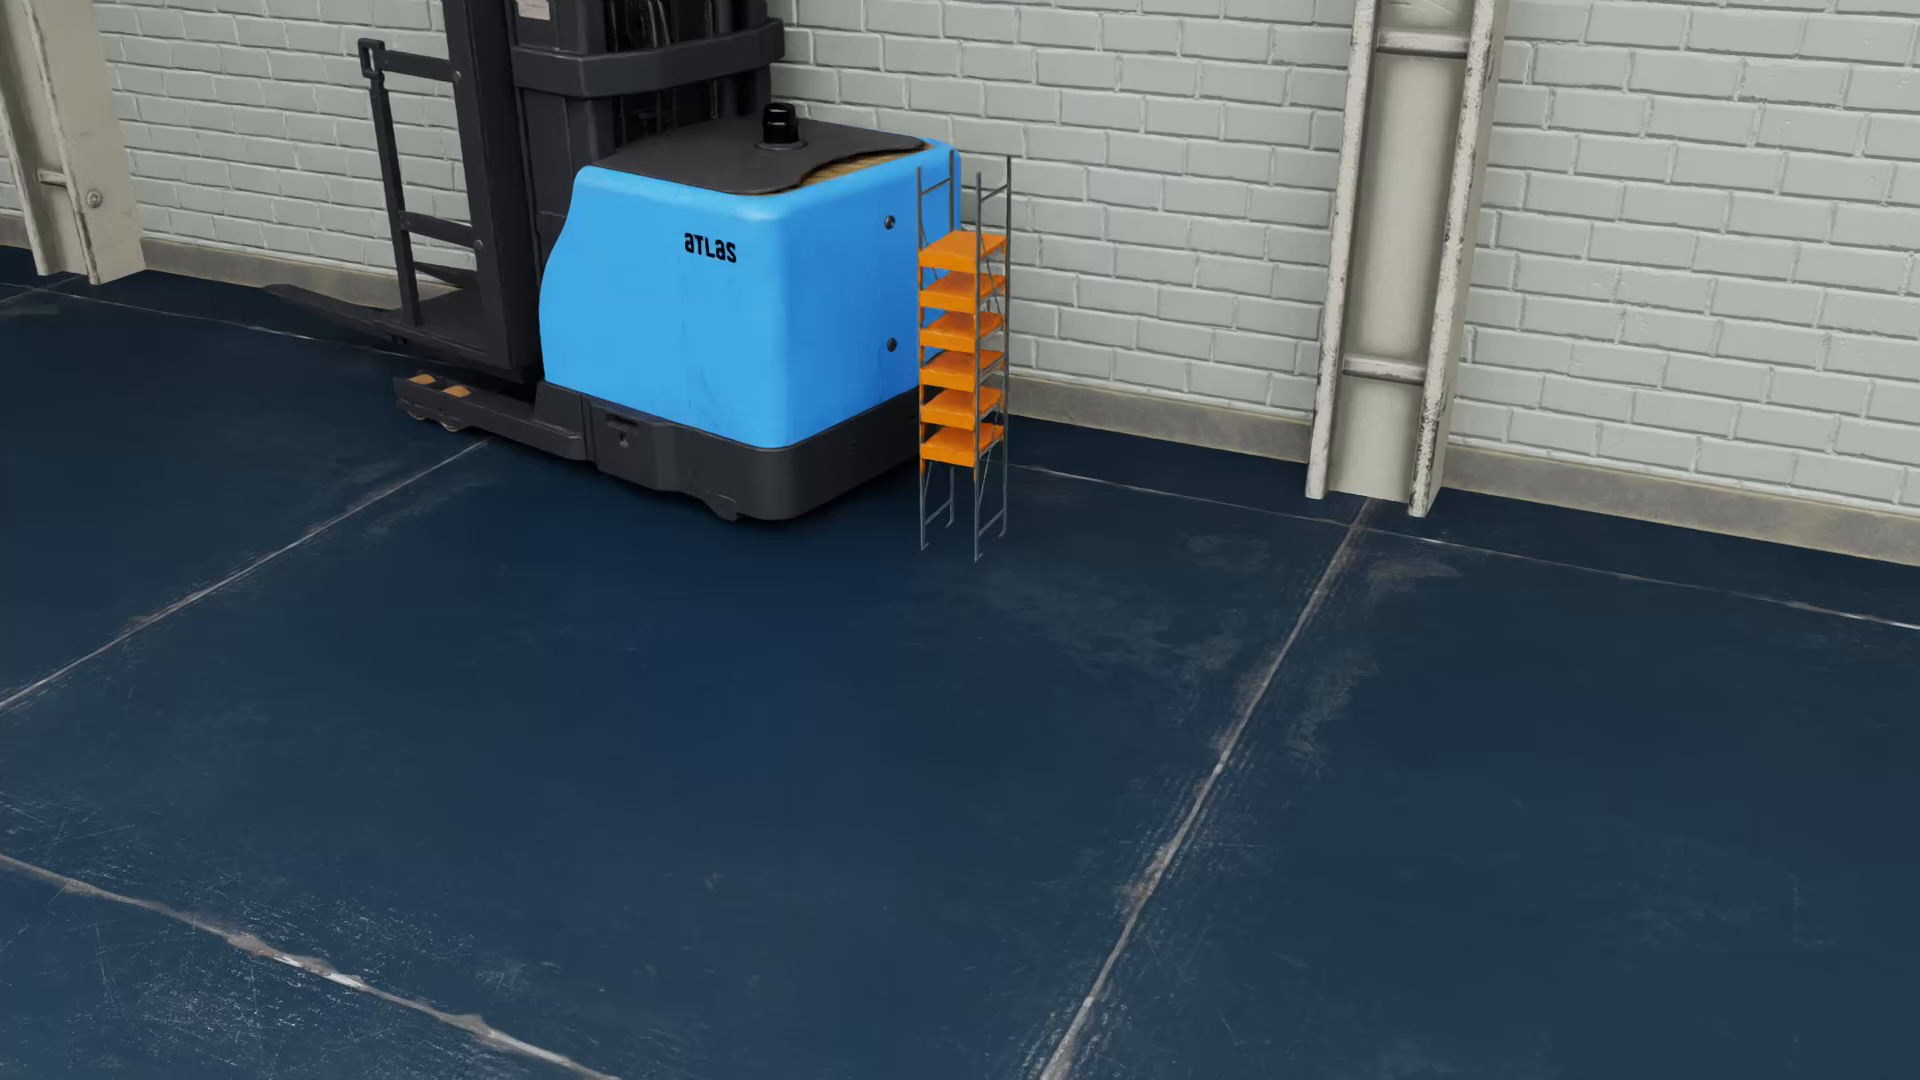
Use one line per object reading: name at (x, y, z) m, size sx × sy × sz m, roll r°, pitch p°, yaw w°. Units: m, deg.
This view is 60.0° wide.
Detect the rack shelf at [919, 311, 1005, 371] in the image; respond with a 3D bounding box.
rack shelf at (0.013, -0.603, 4.946) m, size 0.180 × 0.103 × 0.258 m, roll 11°, pitch 28°, yaw 22°

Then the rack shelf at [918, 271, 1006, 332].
rack shelf at (0.013, -0.711, 4.893) m, size 0.180 × 0.103 × 0.258 m, roll 11°, pitch 28°, yaw 22°

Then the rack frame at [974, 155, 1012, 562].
rack frame at (0.096, -0.519, 4.946) m, size 0.006 × 1.200 × 0.240 m, roll 11°, pitch 28°, yaw 22°

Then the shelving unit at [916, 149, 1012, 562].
shelving unit at (0.013, -0.536, 4.980) m, size 0.189 × 1.200 × 0.258 m, roll 11°, pitch 28°, yaw 22°

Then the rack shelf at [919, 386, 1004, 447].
rack shelf at (0.013, -0.388, 5.052) m, size 0.180 × 0.103 × 0.258 m, roll 11°, pitch 28°, yaw 22°

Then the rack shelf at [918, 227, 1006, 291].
rack shelf at (0.013, -0.819, 4.840) m, size 0.180 × 0.103 × 0.258 m, roll 11°, pitch 28°, yaw 22°

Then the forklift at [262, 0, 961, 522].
forklift at (-1.467, -1.876, 5.742) m, size 3.031 × 2.935 × 1.130 m, roll 18°, pitch 31°, yaw 32°

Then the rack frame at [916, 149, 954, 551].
rack frame at (-0.070, -0.552, 5.014) m, size 0.006 × 1.200 × 0.240 m, roll 11°, pitch 28°, yaw 22°

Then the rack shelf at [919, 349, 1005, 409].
rack shelf at (0.013, -0.496, 4.999) m, size 0.180 × 0.103 × 0.258 m, roll 11°, pitch 28°, yaw 22°

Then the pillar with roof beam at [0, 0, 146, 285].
pillar with roof beam at (-5.851, -3.573, 2.320) m, size 0.400 × 9.000 × 9.100 m, roll 11°, pitch 28°, yaw 22°

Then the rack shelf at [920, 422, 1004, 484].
rack shelf at (0.013, -0.280, 5.105) m, size 0.180 × 0.103 × 0.258 m, roll 11°, pitch 28°, yaw 22°
